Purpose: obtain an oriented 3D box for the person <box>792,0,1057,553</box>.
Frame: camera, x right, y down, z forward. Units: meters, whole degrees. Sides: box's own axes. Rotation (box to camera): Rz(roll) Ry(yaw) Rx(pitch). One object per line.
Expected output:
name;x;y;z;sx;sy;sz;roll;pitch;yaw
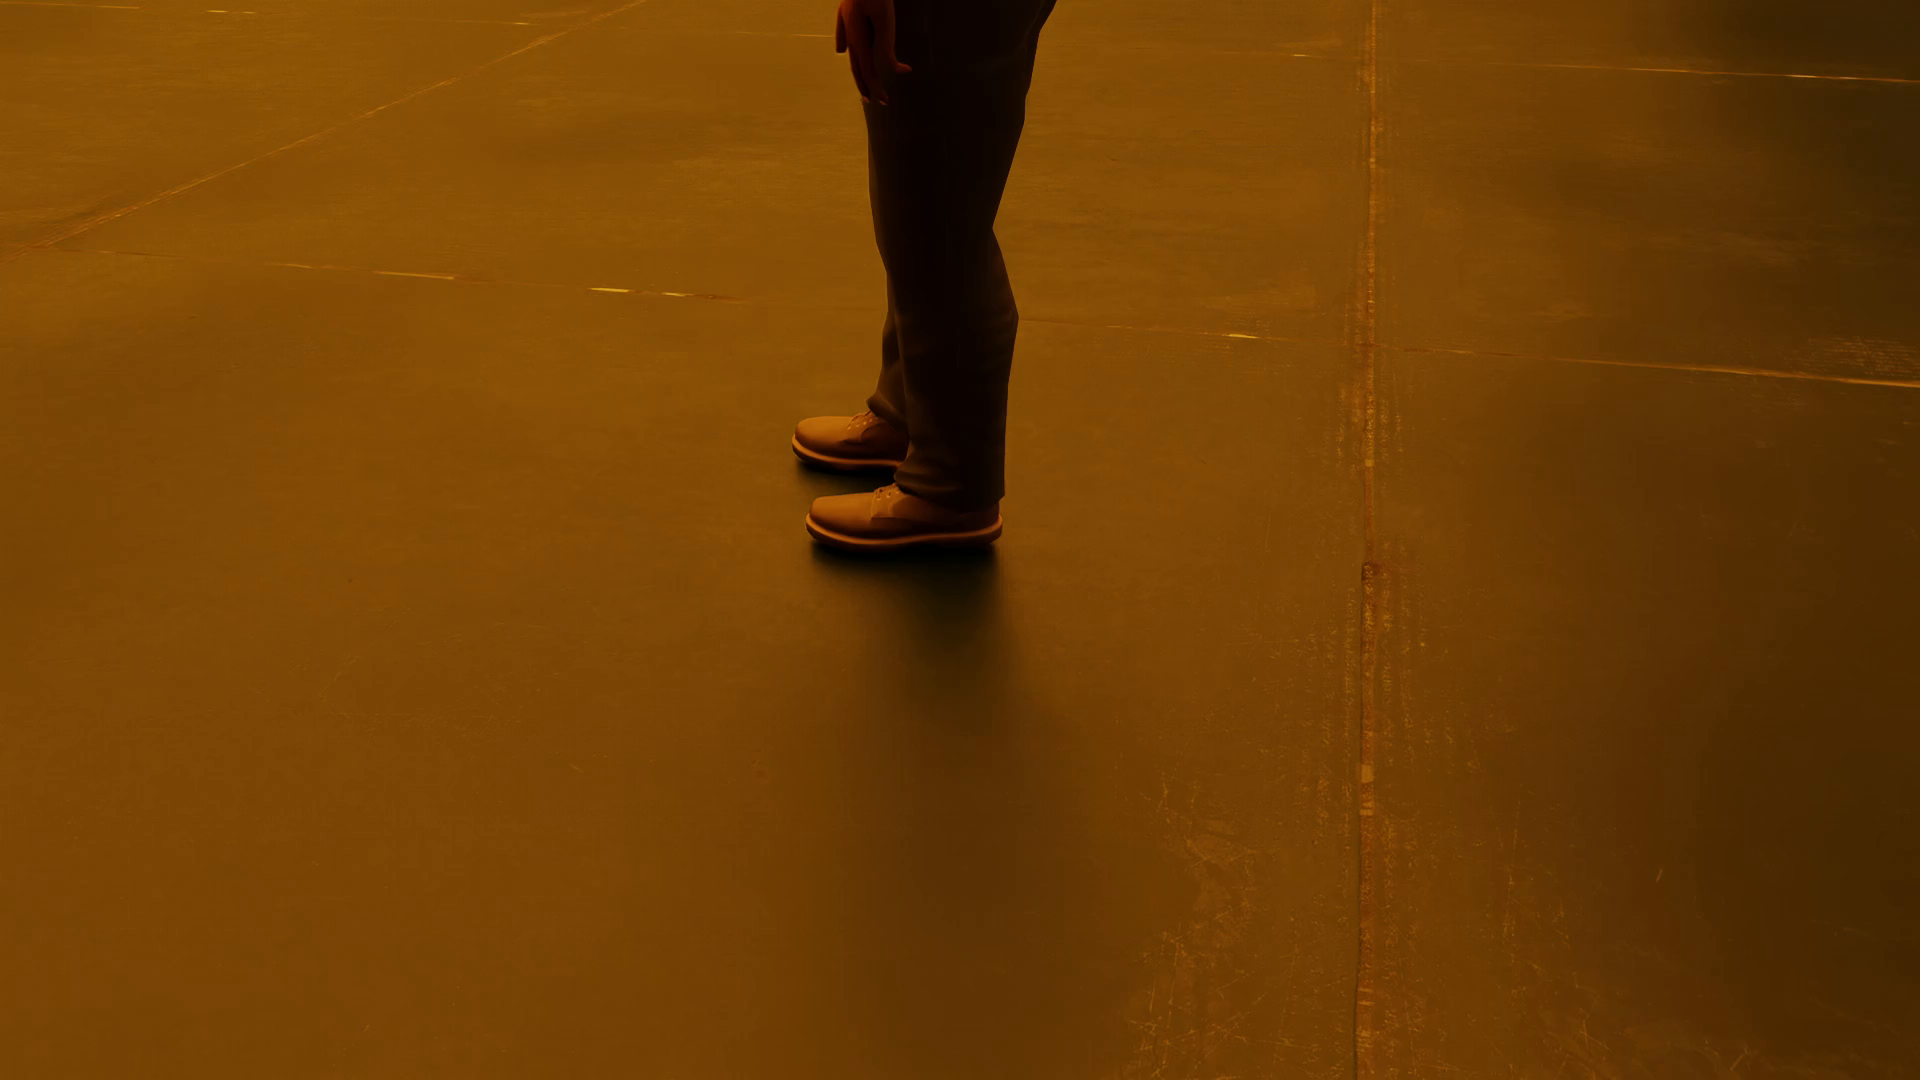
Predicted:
person;-0.081;-0.763;2.159;0.503;1.656;0.569;6;27;11
